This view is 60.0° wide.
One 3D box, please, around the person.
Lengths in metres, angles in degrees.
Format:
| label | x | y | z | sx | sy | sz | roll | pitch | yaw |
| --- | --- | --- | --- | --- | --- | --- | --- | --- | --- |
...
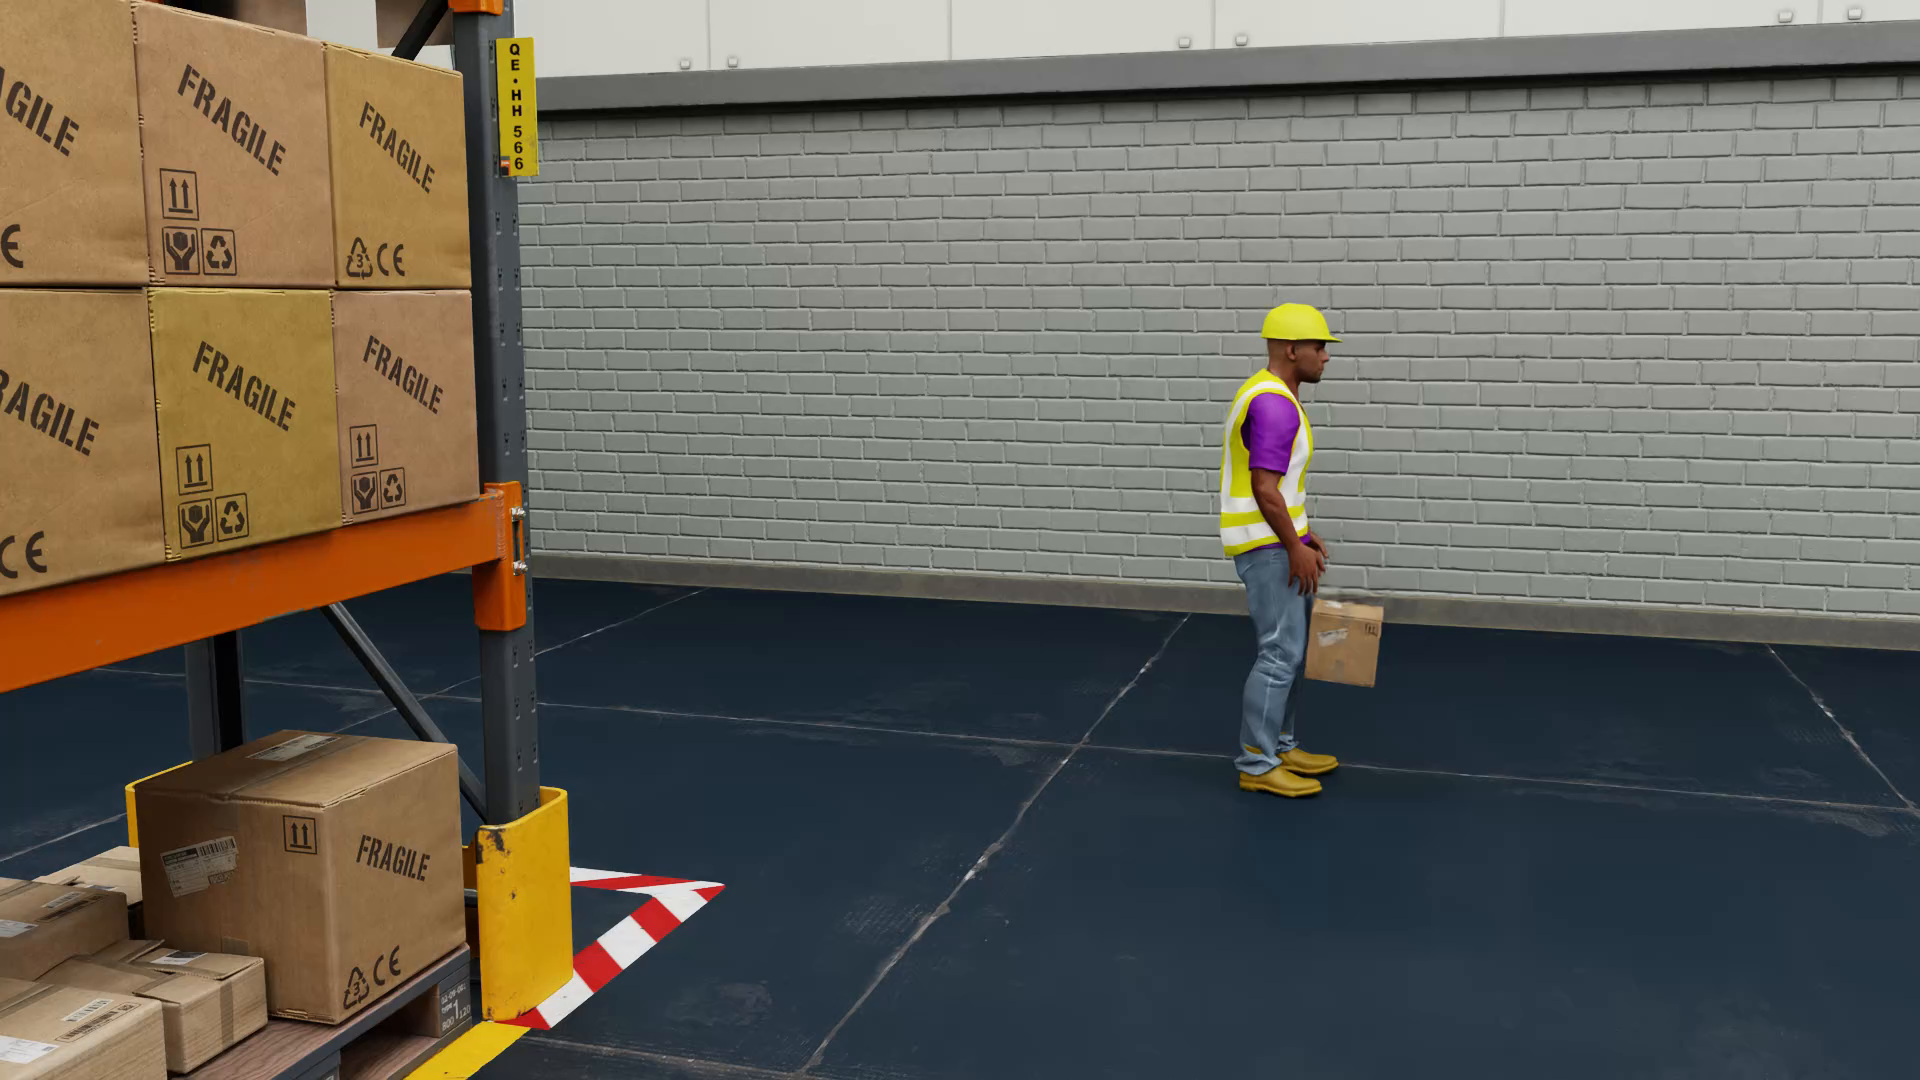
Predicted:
| label | x | y | z | sx | sy | sz | roll | pitch | yaw |
| --- | --- | --- | --- | --- | --- | --- | --- | --- | --- |
| person | 1.181 | 0.020 | 6.118 | 0.457 | 1.765 | 0.589 | 2 | 9 | 15 |
